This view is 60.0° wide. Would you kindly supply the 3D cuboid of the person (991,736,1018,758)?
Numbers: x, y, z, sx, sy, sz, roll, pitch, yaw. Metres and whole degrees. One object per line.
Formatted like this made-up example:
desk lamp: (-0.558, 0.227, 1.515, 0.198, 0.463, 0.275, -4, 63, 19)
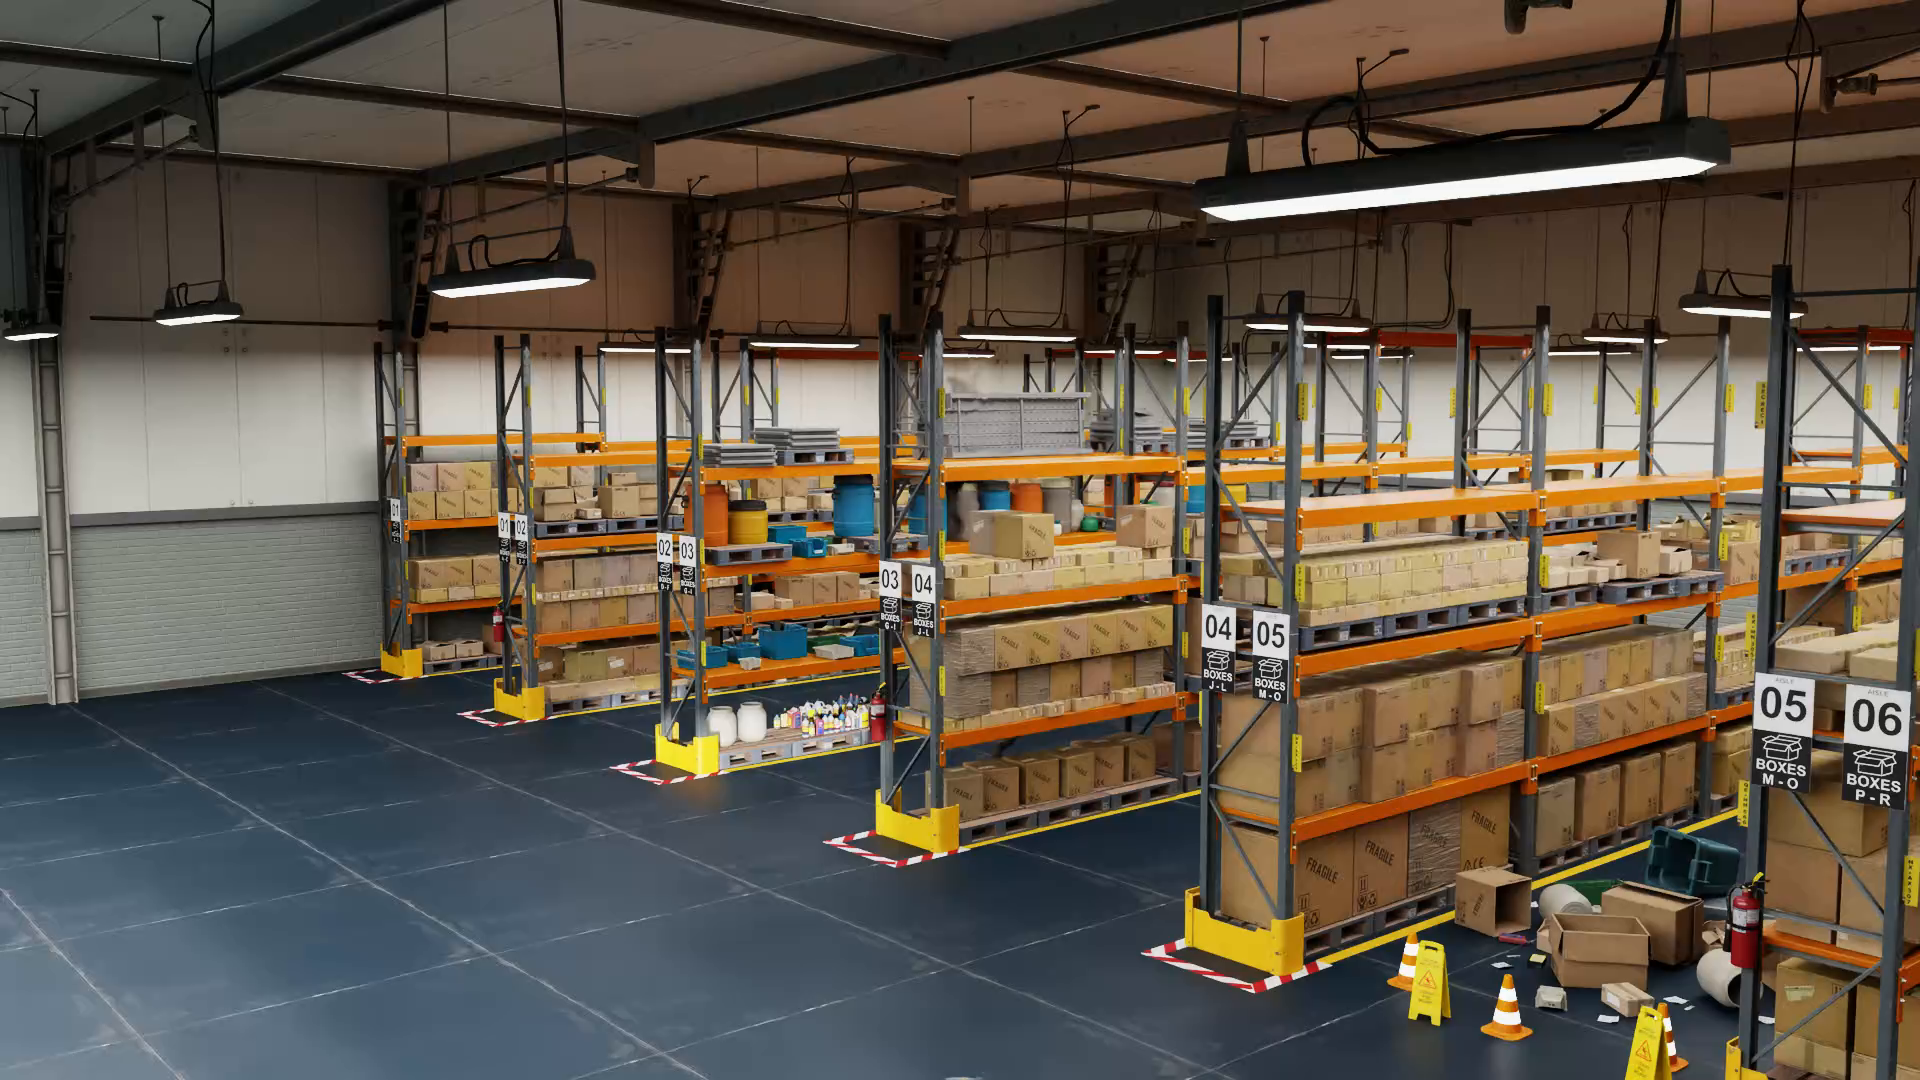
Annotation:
person: (0.592, 1.967, 22.287, 0.650, 1.768, 0.775, 4, 6, 35)
